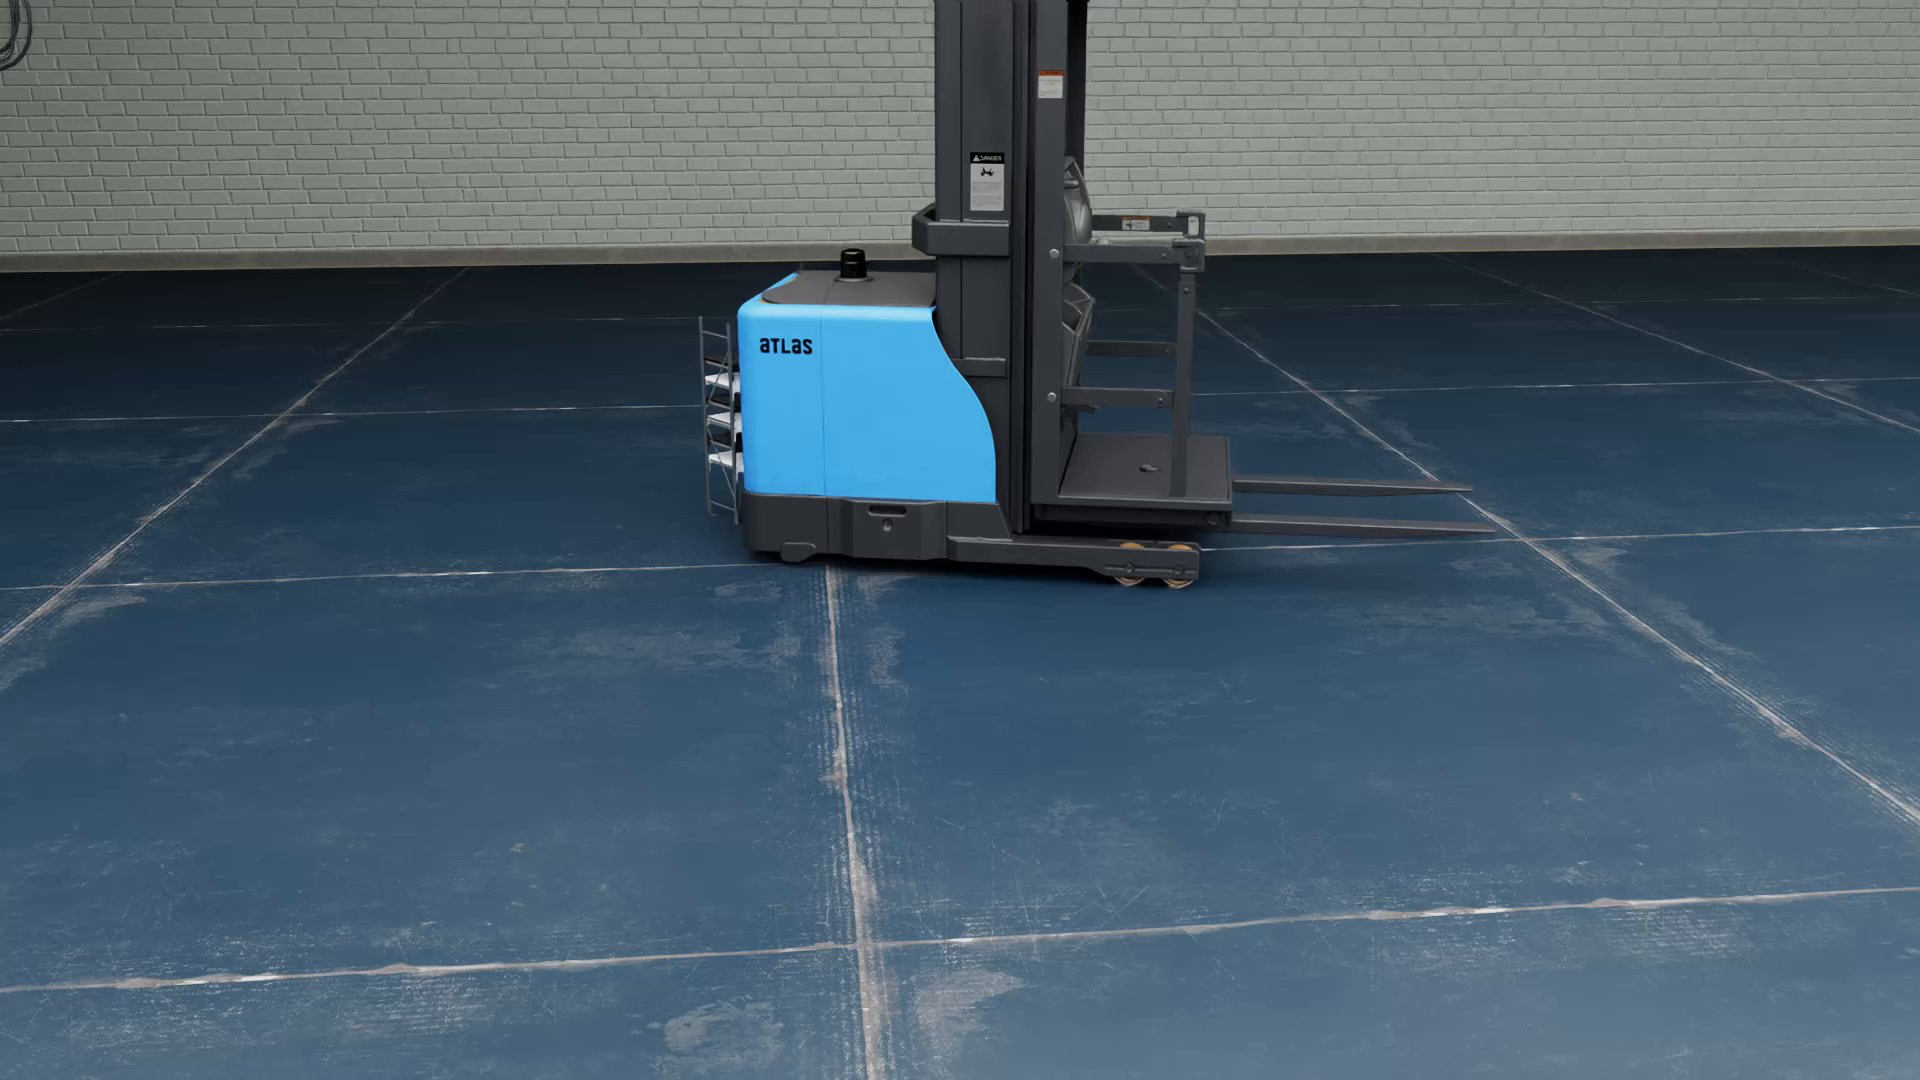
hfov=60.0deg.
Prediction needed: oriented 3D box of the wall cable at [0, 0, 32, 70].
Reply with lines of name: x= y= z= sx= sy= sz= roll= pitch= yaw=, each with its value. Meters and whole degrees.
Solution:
wall cable: x=-9.425 y=-5.139 z=13.706 sx=3.097 sy=2.526 sz=0.112 roll=-2 pitch=18 yaw=-6

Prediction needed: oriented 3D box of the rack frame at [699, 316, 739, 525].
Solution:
rack frame: x=-1.065 y=-0.524 z=7.345 sx=0.006 sy=0.900 sz=0.240 roll=-15 pitch=23 yaw=-39

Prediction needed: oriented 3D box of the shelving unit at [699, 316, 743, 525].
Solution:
shelving unit: x=-0.989 y=-0.544 z=7.408 sx=0.210 sy=0.900 sz=0.258 roll=-15 pitch=23 yaw=-39

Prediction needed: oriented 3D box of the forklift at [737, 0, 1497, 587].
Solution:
forklift: x=0.660 y=-1.381 z=6.684 sx=3.031 sy=2.935 sz=1.130 roll=2 pitch=18 yaw=8

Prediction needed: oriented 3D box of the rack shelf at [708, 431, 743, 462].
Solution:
rack shelf: x=-0.989 y=-0.427 z=7.445 sx=0.200 sy=0.077 sz=0.258 roll=-15 pitch=23 yaw=-39

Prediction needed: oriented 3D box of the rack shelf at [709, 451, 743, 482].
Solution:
rack shelf: x=-0.989 y=-0.341 z=7.472 sx=0.200 sy=0.077 sz=0.258 roll=-15 pitch=23 yaw=-39

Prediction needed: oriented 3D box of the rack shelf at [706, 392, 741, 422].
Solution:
rack shelf: x=-0.989 y=-0.598 z=7.391 sx=0.200 sy=0.077 sz=0.258 roll=-15 pitch=23 yaw=-39

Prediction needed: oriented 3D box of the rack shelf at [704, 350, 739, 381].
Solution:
rack shelf: x=-0.989 y=-0.770 z=7.338 sx=0.200 sy=0.077 sz=0.258 roll=-15 pitch=23 yaw=-39

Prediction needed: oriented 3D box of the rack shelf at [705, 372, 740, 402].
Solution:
rack shelf: x=-0.989 y=-0.684 z=7.365 sx=0.200 sy=0.077 sz=0.258 roll=-15 pitch=23 yaw=-39

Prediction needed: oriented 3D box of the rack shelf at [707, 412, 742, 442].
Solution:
rack shelf: x=-0.989 y=-0.513 z=7.418 sx=0.200 sy=0.077 sz=0.258 roll=-15 pitch=23 yaw=-39
